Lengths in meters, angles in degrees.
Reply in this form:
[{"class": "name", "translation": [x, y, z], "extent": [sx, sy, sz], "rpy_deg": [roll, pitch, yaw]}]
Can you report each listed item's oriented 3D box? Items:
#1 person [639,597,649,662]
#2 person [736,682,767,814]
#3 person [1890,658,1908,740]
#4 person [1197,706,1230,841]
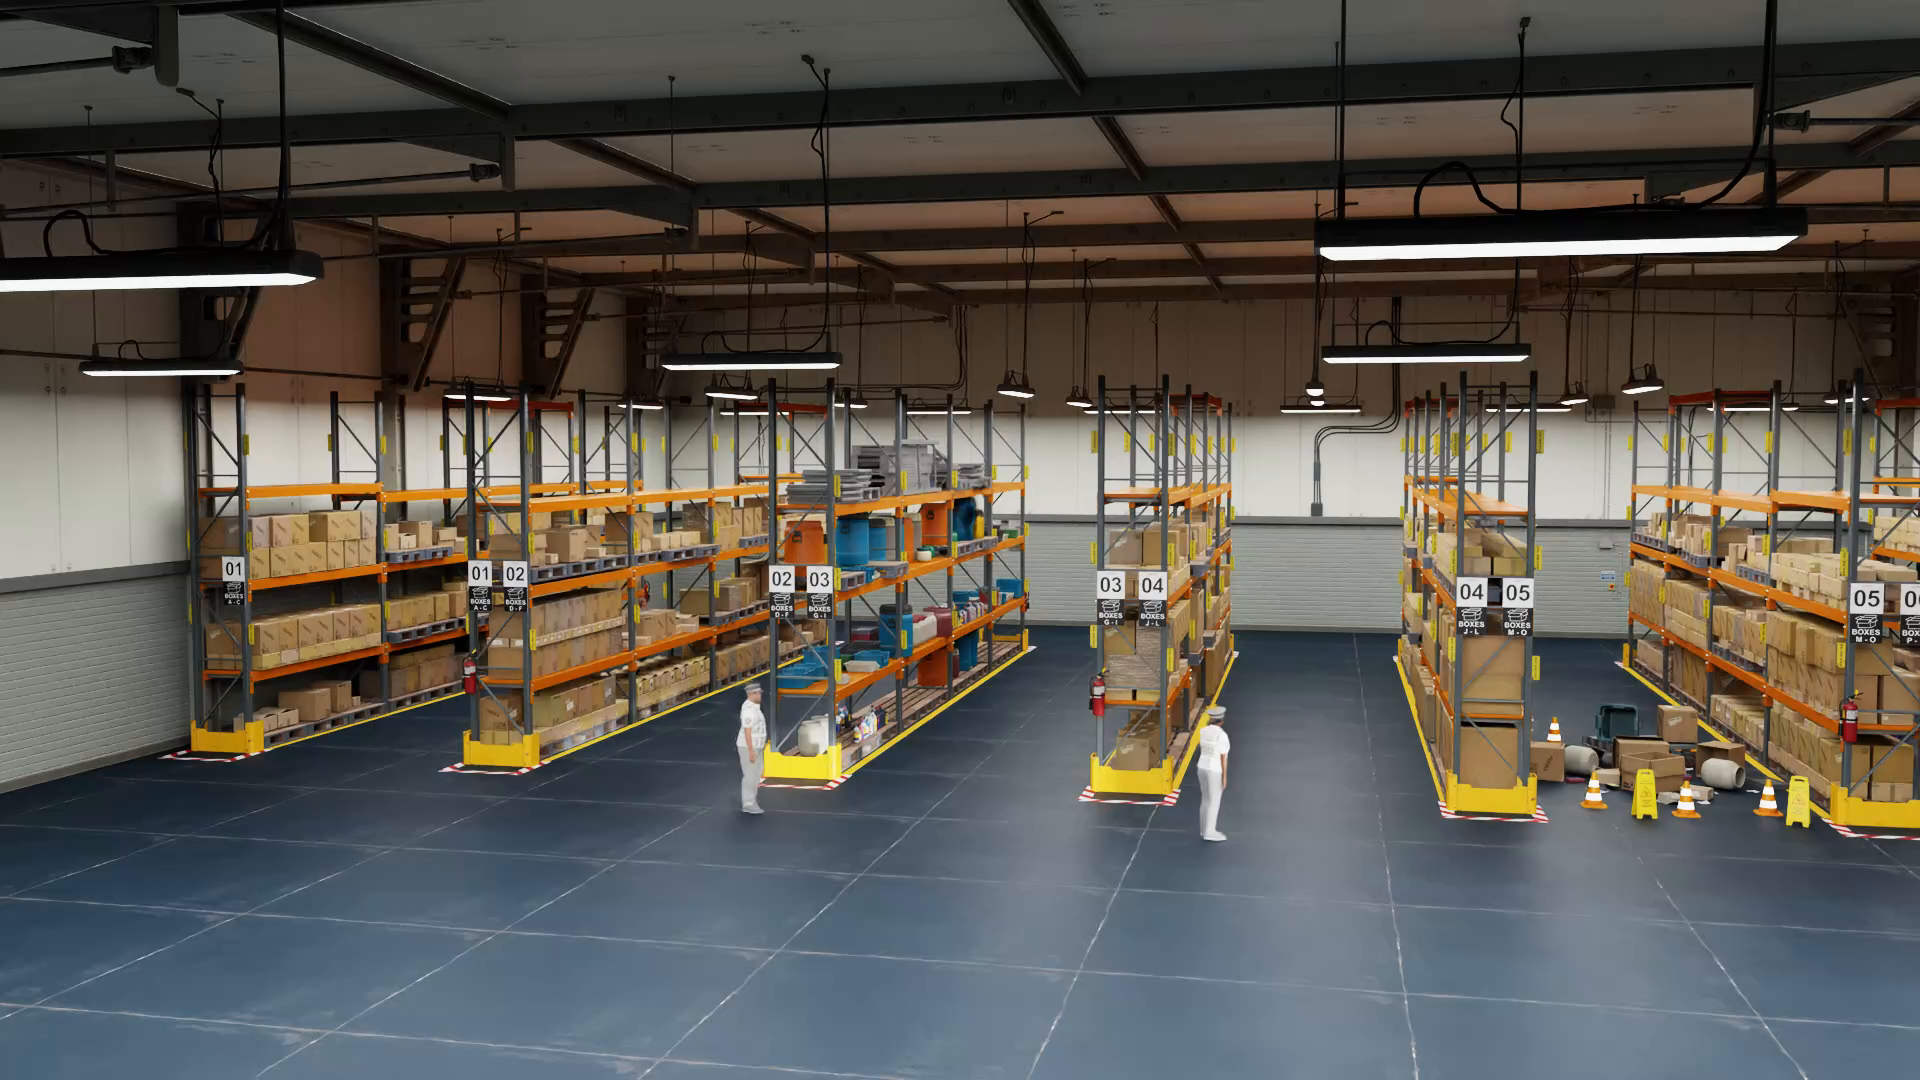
[{"class": "person", "translation": [-7.030, 2.083, 37.187], "extent": [0.313, 1.621, 0.456], "rpy_deg": [0, 3, 0]}, {"class": "person", "translation": [-2.848, 2.868, 22.711], "extent": [0.400, 1.852, 0.636], "rpy_deg": [0, 3, 0]}, {"class": "person", "translation": [14.710, 2.683, 26.146], "extent": [0.556, 1.666, 0.735], "rpy_deg": [1, 3, 11]}, {"class": "person", "translation": [3.226, 2.958, 21.066], "extent": [0.391, 1.682, 0.465], "rpy_deg": [-2, 4, -31]}]
